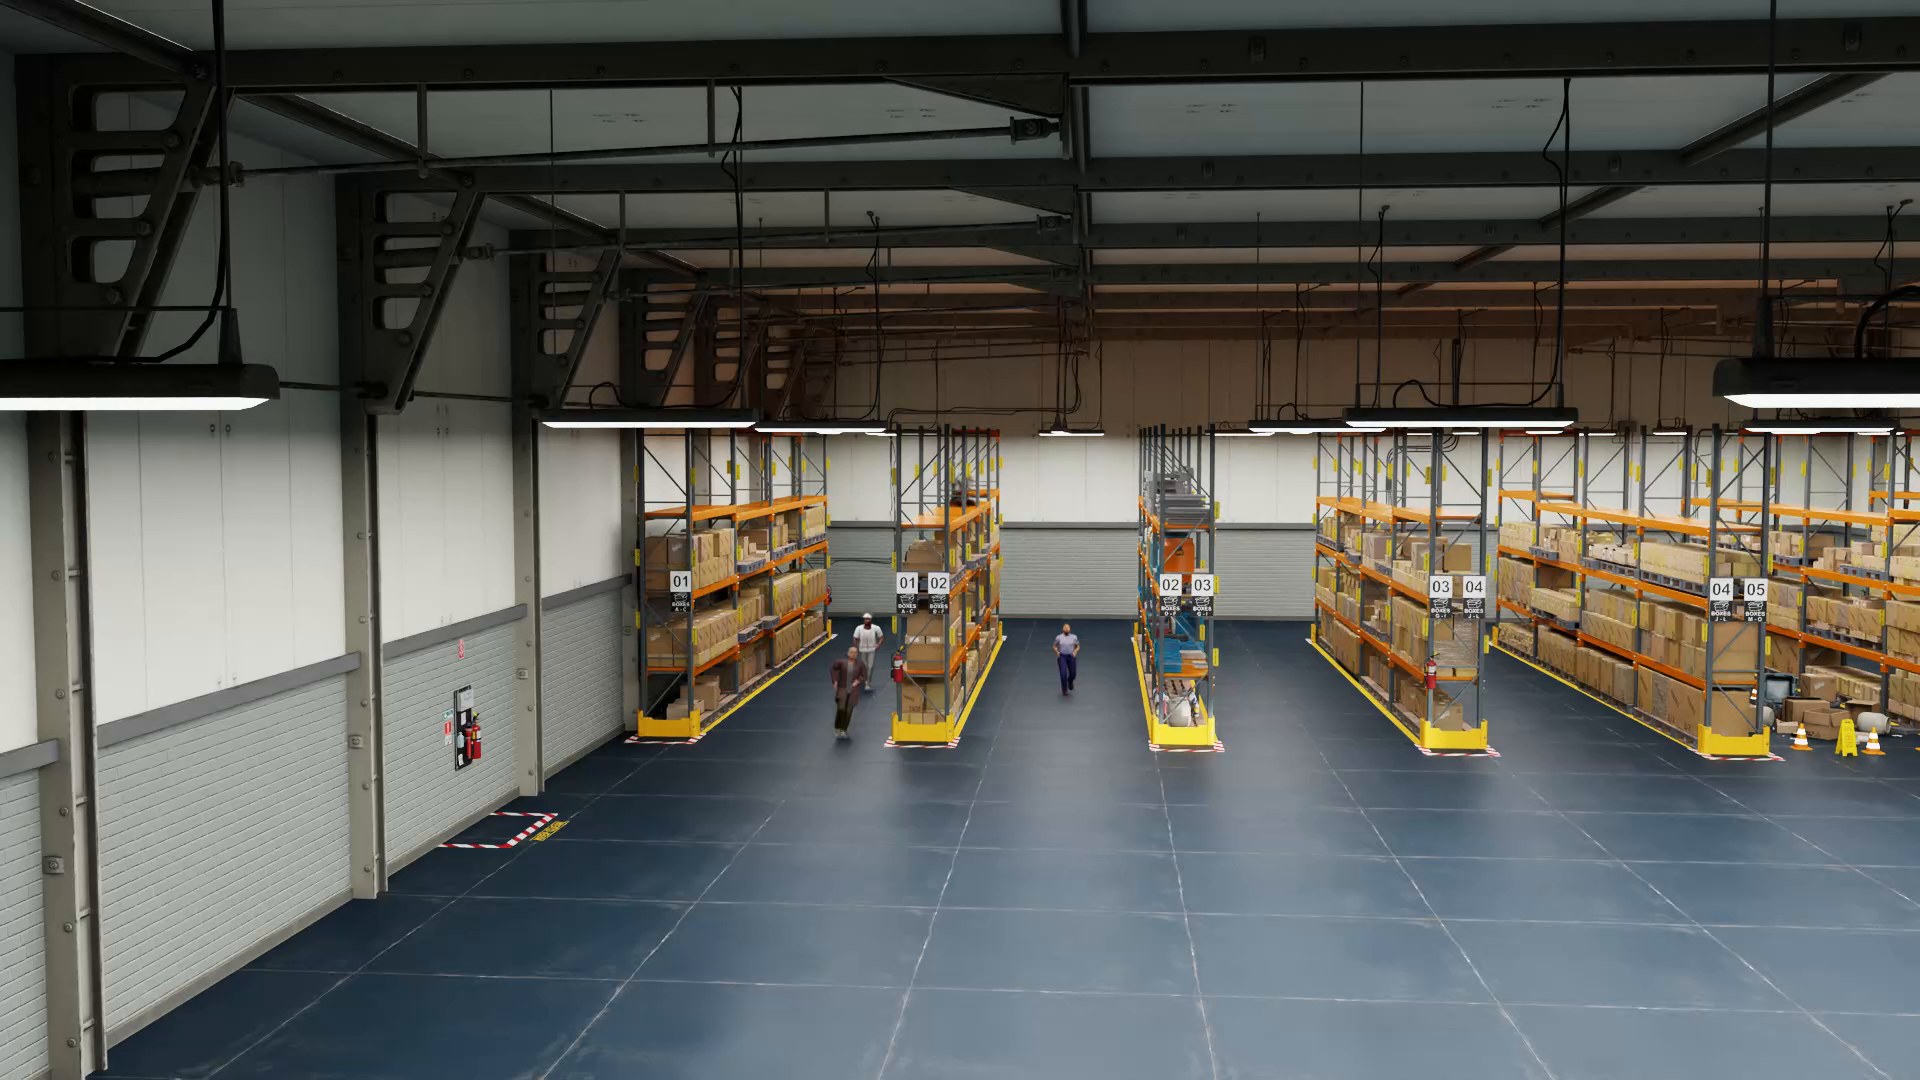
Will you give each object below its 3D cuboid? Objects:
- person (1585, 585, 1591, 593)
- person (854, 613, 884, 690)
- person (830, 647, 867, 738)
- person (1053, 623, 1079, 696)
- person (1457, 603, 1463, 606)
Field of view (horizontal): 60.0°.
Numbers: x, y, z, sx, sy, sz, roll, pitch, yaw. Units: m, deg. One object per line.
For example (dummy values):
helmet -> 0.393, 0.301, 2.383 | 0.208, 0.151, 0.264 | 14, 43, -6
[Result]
person -> 17.006, 2.126, 45.132 | 0.632, 1.802, 0.759 | -1, 4, -9
person -> -2.092, 2.542, 38.137 | 0.698, 1.741, 0.662 | 0, 3, 0
person -> -2.128, 2.911, 31.863 | 0.705, 1.736, 0.691 | -1, 4, -9
person -> 2.376, 2.660, 37.162 | 0.605, 1.593, 0.558 | 0, 3, -1
person -> 13.614, 2.147, 46.005 | 0.665, 1.617, 0.700 | 2, 4, 29
